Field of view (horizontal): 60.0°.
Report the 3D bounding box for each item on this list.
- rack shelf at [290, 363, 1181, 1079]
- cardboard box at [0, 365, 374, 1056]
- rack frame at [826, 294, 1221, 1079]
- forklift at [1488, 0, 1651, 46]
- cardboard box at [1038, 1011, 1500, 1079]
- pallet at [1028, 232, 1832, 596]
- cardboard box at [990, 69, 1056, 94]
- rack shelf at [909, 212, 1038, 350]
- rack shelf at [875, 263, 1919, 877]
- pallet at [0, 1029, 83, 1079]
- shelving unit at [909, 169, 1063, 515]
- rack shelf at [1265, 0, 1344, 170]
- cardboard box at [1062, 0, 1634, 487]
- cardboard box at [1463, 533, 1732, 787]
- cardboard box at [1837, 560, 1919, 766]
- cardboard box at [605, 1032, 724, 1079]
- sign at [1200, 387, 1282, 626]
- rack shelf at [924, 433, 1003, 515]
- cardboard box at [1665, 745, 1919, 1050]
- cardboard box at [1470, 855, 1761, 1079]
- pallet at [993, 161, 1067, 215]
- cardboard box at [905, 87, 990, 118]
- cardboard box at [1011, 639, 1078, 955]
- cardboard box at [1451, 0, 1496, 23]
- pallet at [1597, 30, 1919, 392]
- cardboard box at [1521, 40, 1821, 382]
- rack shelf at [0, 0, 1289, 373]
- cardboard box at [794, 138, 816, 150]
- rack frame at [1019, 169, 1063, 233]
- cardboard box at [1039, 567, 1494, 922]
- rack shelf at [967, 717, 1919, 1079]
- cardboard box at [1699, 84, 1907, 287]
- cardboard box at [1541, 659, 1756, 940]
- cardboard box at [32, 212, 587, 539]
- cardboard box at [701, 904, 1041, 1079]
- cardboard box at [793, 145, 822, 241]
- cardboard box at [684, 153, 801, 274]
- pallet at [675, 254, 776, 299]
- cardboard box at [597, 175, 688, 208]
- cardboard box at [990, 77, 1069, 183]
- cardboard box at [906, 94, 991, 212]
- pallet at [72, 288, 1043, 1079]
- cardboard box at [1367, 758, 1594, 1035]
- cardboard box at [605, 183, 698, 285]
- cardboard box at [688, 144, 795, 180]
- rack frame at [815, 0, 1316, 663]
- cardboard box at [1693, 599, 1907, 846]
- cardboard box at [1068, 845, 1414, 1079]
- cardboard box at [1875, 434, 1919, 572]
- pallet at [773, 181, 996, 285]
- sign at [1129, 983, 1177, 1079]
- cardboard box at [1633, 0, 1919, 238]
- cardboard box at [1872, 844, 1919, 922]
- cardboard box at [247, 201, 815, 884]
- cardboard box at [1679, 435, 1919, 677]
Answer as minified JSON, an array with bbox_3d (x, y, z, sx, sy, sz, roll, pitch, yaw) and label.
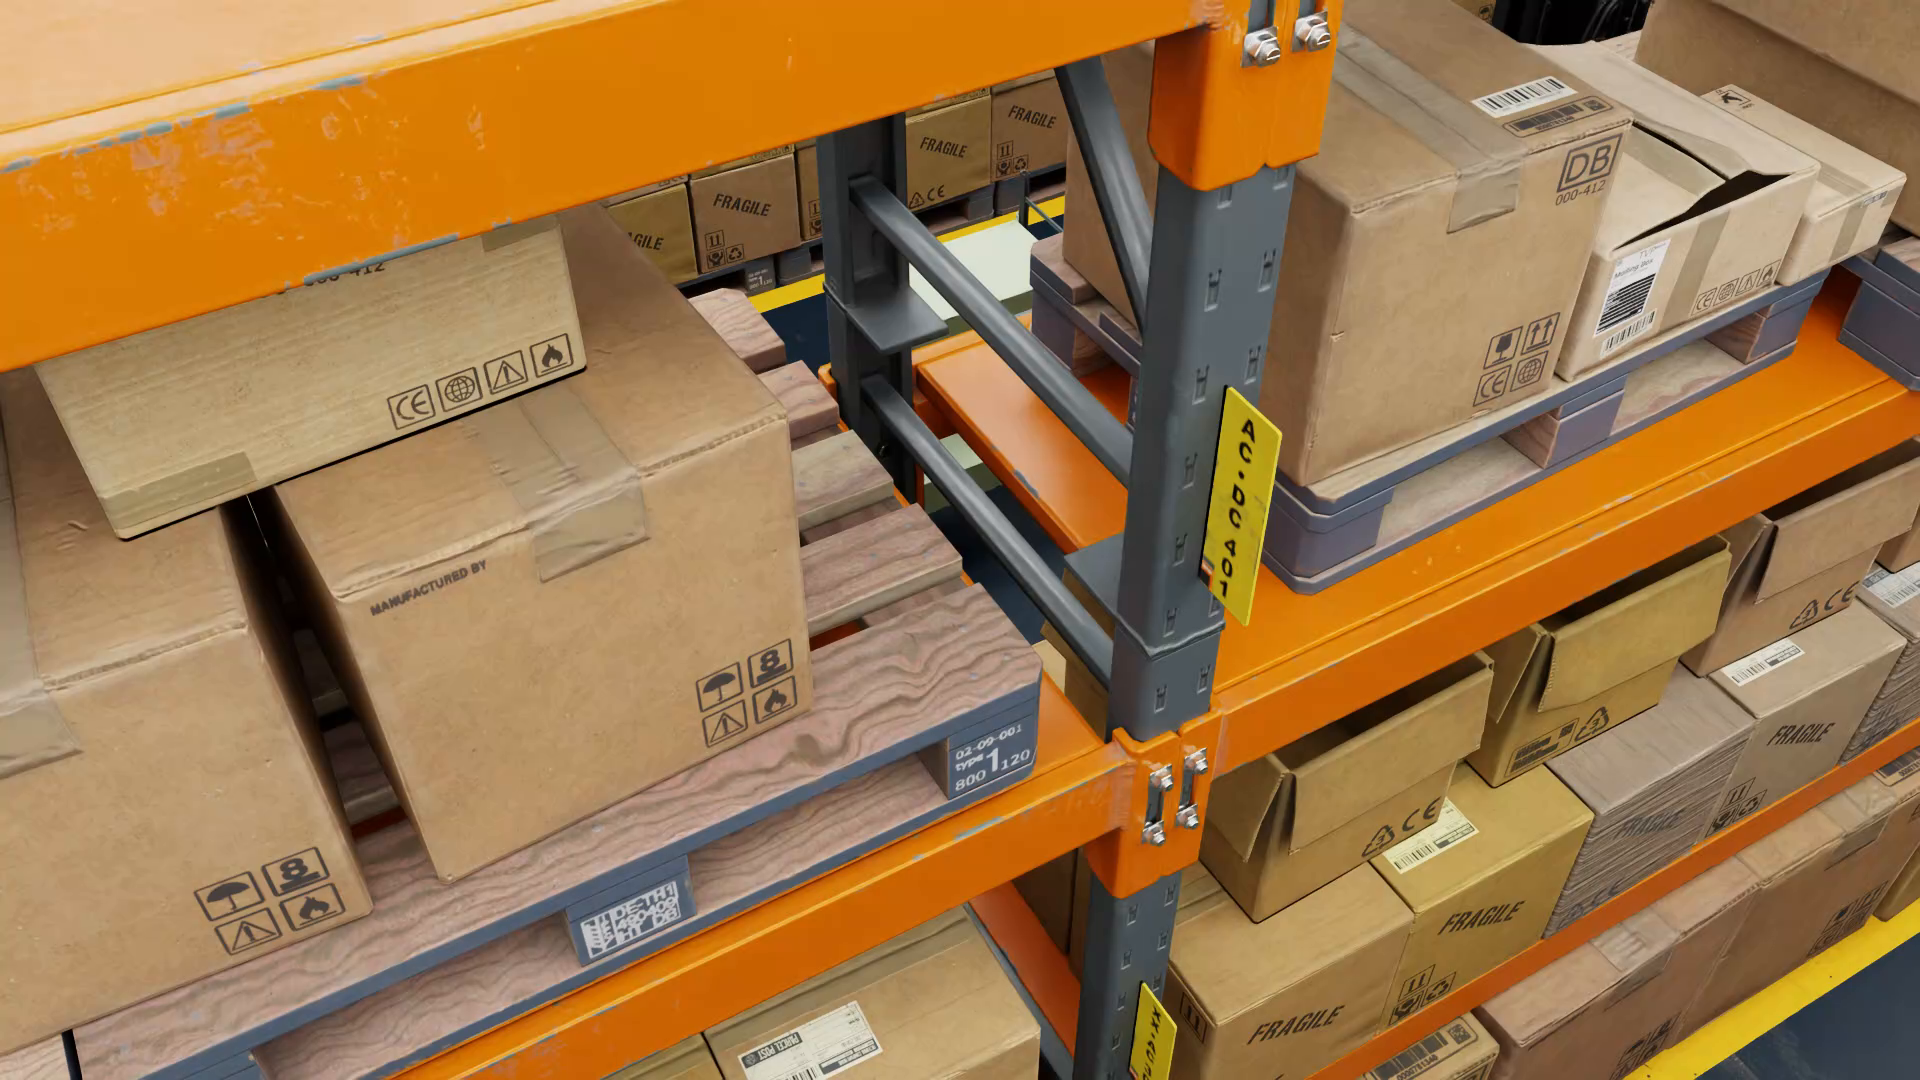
[{"bbox_3d":[-1.669,0.796,2.139,4.000,0.370,1.077,-22,48,-21],"label":"rack shelf"},{"bbox_3d":[-1.052,0.113,1.880,0.500,0.500,0.700,-19,47,-19],"label":"cardboard box"},{"bbox_3d":[0.065,0.921,3.648,0.127,3.000,1.000,-22,48,-21],"label":"rack frame"},{"bbox_3d":[3.018,-2.138,6.848,3.031,2.935,1.130,-19,47,-19],"label":"forklift"},{"bbox_3d":[0.610,1.298,4.483,0.875,0.875,1.225,-22,48,-21],"label":"cardboard box"},{"bbox_3d":[0.836,-0.435,3.028,1.217,0.209,0.805,-24,49,-22],"label":"pallet"},{"bbox_3d":[0.255,-2.443,8.068,0.500,0.250,0.500,-21,48,-20],"label":"cardboard box"},{"bbox_3d":[0.006,-0.821,5.958,0.720,0.370,0.431,-22,48,-21],"label":"rack shelf"},{"bbox_3d":[1.799,-0.592,3.569,4.000,0.370,1.077,-22,48,-21],"label":"rack shelf"},{"bbox_3d":[-1.706,0.574,1.915,1.213,0.211,1.003,-22,48,-21],"label":"pallet"},{"bbox_3d":[0.006,-0.541,6.230,0.755,1.500,0.431,-22,48,-21],"label":"shelving unit"},{"bbox_3d":[1.799,-1.525,2.663,4.000,0.370,1.077,-22,48,-21],"label":"rack shelf"},{"bbox_3d":[0.563,-0.550,2.636,0.500,0.500,0.700,-21,48,-20],"label":"cardboard box"},{"bbox_3d":[1.216,0.067,3.735,0.637,0.503,0.797,-21,48,-21],"label":"cardboard box"},{"bbox_3d":[2.345,0.169,4.350,0.500,0.500,0.500,-23,49,-22],"label":"cardboard box"},{"bbox_3d":[-0.637,1.091,2.828,0.500,0.500,0.500,-21,48,-21],"label":"cardboard box"},{"bbox_3d":[0.343,-0.035,2.051,0.005,0.325,0.100,-22,48,-21],"label":"sign"},{"bbox_3d":[0.006,-0.307,6.457,0.720,0.370,0.431,-22,48,-21],"label":"rack shelf"},{"bbox_3d":[2.148,0.676,5.124,0.875,0.875,1.225,-22,48,-21],"label":"cardboard box"},{"bbox_3d":[1.385,0.988,4.803,0.875,0.875,1.225,-23,49,-22],"label":"cardboard box"},{"bbox_3d":[0.472,-2.227,8.893,1.213,0.211,1.003,-22,48,-21],"label":"pallet"},{"bbox_3d":[-0.193,-2.276,7.896,0.500,0.250,0.500,-21,48,-20],"label":"cardboard box"},{"bbox_3d":[0.335,0.557,3.950,0.500,0.500,0.500,-22,48,-21],"label":"cardboard box"},{"bbox_3d":[2.479,-3.303,9.314,0.750,0.750,1.050,-21,48,-20],"label":"cardboard box"},{"bbox_3d":[2.033,-0.831,3.434,1.213,0.211,1.003,-20,47,-19],"label":"pallet"},{"bbox_3d":[1.061,-0.601,2.824,0.500,0.311,0.500,-23,49,-22],"label":"cardboard box"},{"bbox_3d":[-1.669,-0.137,1.233,4.000,0.370,1.077,-22,48,-21],"label":"rack shelf"},{"bbox_3d":[-0.641,-2.090,7.704,0.500,0.250,0.500,-20,48,-19],"label":"cardboard box"},{"bbox_3d":[0.323,-0.668,6.361,0.023,1.500,0.400,-22,48,-21],"label":"rack frame"},{"bbox_3d":[0.615,0.298,3.497,0.637,0.503,0.797,-23,49,-22],"label":"cardboard box"},{"bbox_3d":[1.799,0.485,4.613,4.000,0.370,1.077,-22,48,-21],"label":"rack shelf"},{"bbox_3d":[1.431,-0.642,2.983,0.250,0.149,0.380,-24,49,-23],"label":"cardboard box"},{"bbox_3d":[1.458,0.528,3.981,0.500,0.500,0.500,-23,49,-22],"label":"cardboard box"},{"bbox_3d":[-0.753,-0.325,1.794,0.500,0.250,0.500,-25,49,-23],"label":"cardboard box"},{"bbox_3d":[-0.200,0.919,3.004,0.500,0.500,0.500,-20,48,-20],"label":"cardboard box"},{"bbox_3d":[-0.640,-1.834,7.979,0.500,0.500,0.500,-21,48,-20],"label":"cardboard box"},{"bbox_3d":[-1.087,-1.644,7.784,0.500,0.500,0.500,-20,48,-19],"label":"cardboard box"},{"bbox_3d":[-1.644,-1.380,8.020,1.213,0.211,1.003,-22,48,-21],"label":"pallet"},{"bbox_3d":[-1.546,-1.729,7.333,0.500,0.250,0.500,-24,49,-23],"label":"cardboard box"},{"bbox_3d":[0.258,-2.187,8.343,0.500,0.500,0.500,-20,48,-19],"label":"cardboard box"},{"bbox_3d":[-0.193,-1.994,8.144,0.500,0.500,0.500,-24,49,-23],"label":"cardboard box"},{"bbox_3d":[-0.649,0.153,2.348,1.213,0.211,1.003,-22,48,-21],"label":"pallet"},{"bbox_3d":[1.024,0.701,3.802,0.500,0.500,0.500,-22,48,-21],"label":"cardboard box"},{"bbox_3d":[-1.545,-1.460,7.593,0.500,0.500,0.500,-20,48,-19],"label":"cardboard box"},{"bbox_3d":[-1.085,-1.916,7.525,0.500,0.250,0.500,-21,48,-20],"label":"cardboard box"},{"bbox_3d":[0.065,-1.232,1.558,0.127,3.000,1.000,-22,48,-21],"label":"rack frame"},{"bbox_3d":[1.904,0.345,4.169,0.500,0.500,0.500,-21,48,-20],"label":"cardboard box"},{"bbox_3d":[0.589,0.876,3.622,0.500,0.500,0.500,-22,48,-21],"label":"cardboard box"},{"bbox_3d":[2.325,-0.395,4.211,0.637,0.503,0.797,-21,48,-20],"label":"cardboard box"},{"bbox_3d":[-0.585,-1.806,8.459,1.213,0.211,1.003,-22,48,-21],"label":"pallet"},{"bbox_3d":[0.343,0.916,2.974,0.005,0.325,0.100,-22,48,-21],"label":"sign"},{"bbox_3d":[1.773,-1.010,3.107,0.637,0.503,0.797,-22,48,-21],"label":"cardboard box"},{"bbox_3d":[2.925,0.371,5.438,0.875,0.875,1.225,-24,49,-23],"label":"cardboard box"},{"bbox_3d":[-0.583,-0.071,2.070,0.500,0.500,0.700,-25,49,-23],"label":"cardboard box"},{"bbox_3d":[1.747,-0.158,3.967,0.637,0.503,0.797,-20,48,-20],"label":"cardboard box"}]
